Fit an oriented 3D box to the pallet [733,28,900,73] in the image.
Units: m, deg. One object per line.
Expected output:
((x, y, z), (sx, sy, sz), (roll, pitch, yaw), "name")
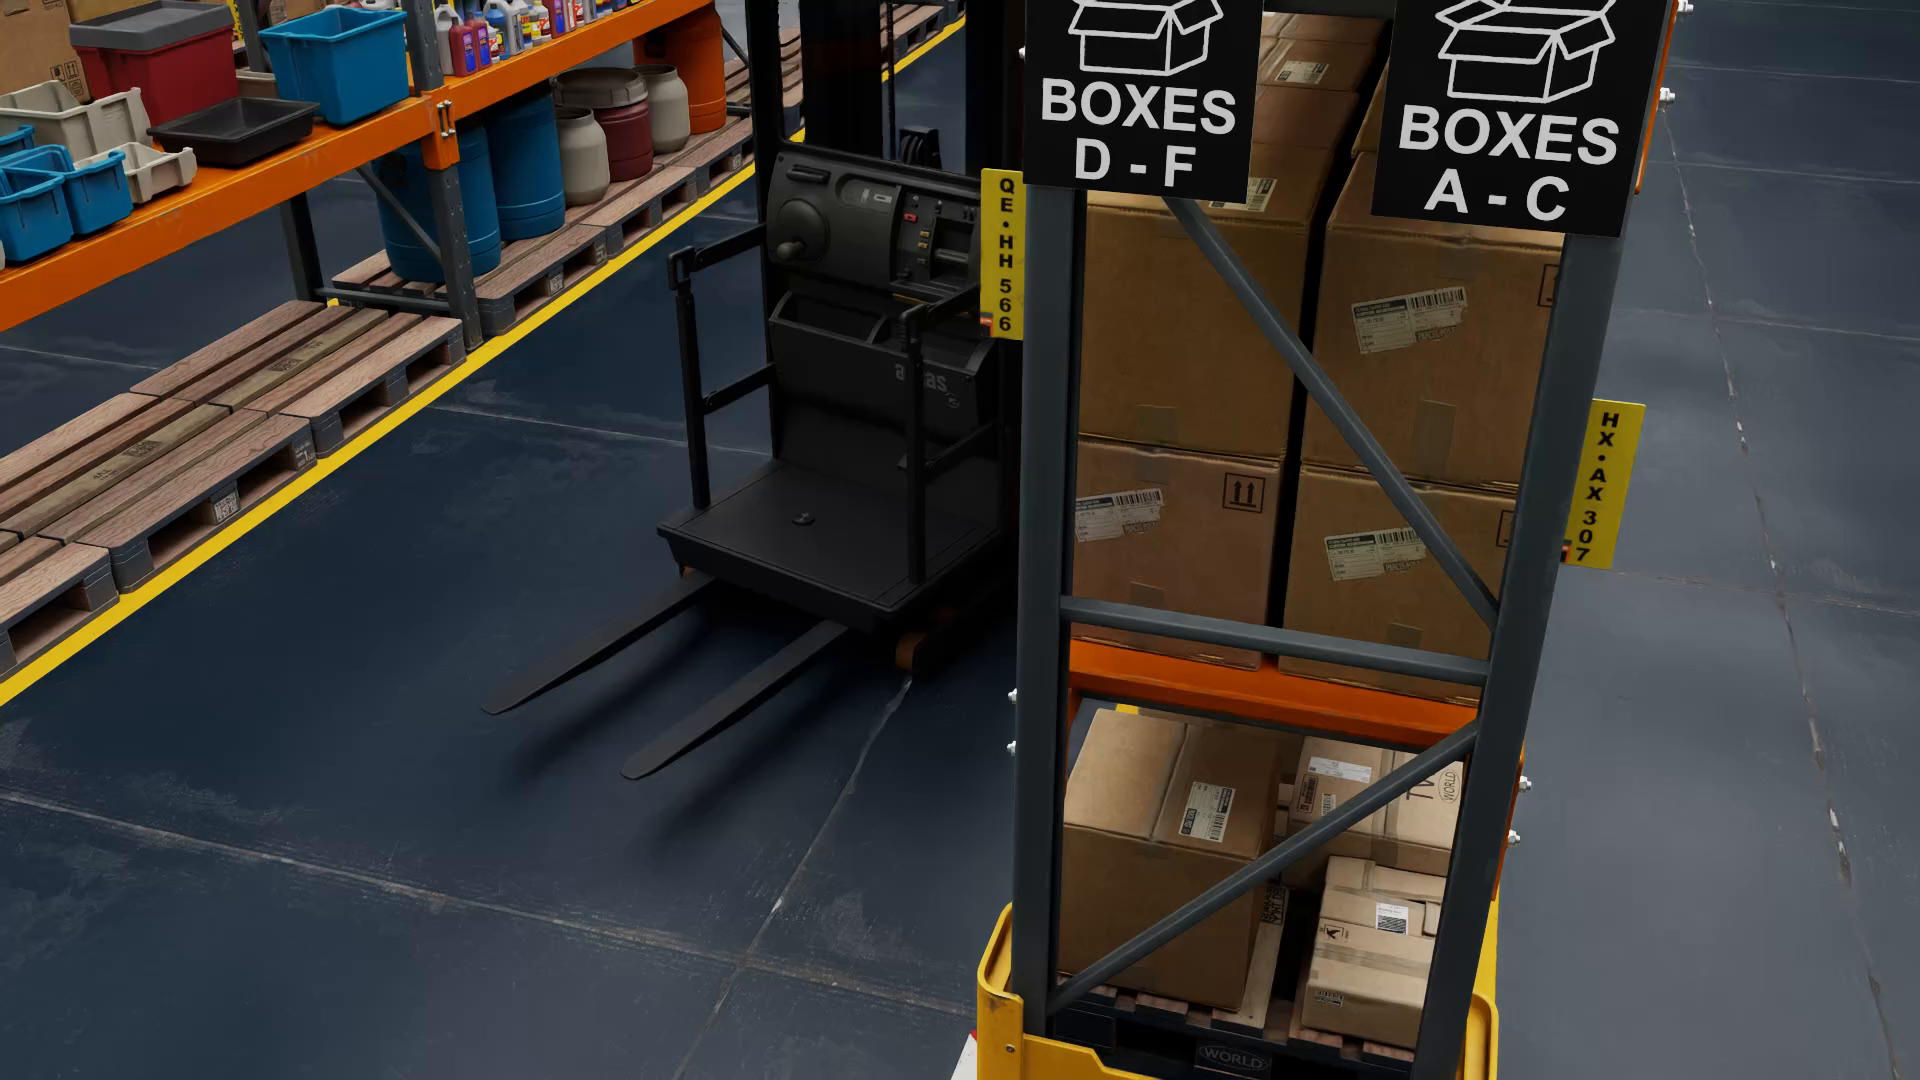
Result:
((-1.150, -3.923, 13.585), (1.003, 0.211, 1.213), (8, 30, 15), "pallet")

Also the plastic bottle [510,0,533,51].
((-2.281, -2.687, 8.628), (0.097, 0.271, 0.097), (0, 29, 0), "plastic bottle")

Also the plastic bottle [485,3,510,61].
((-2.349, -2.580, 8.434), (0.097, 0.271, 0.097), (0, 29, 0), "plastic bottle")

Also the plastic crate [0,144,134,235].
((-3.261, -1.276, 6.069), (0.416, 0.233, 0.300), (8, 30, 15), "plastic crate")

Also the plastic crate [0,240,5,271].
((-3.363, -0.935, 5.555), (0.250, 0.136, 0.298), (8, 30, 15), "plastic crate")

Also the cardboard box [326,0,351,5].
((-5.858, -5.126, 14.998), (0.700, 0.500, 0.500), (6, 30, 11), "cardboard box")

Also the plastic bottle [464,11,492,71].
((-2.394, -2.483, 8.249), (0.061, 0.283, 0.133), (8, 30, 15), "plastic bottle")

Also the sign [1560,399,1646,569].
((1.130, -0.096, 2.947), (0.100, 0.325, 0.005), (8, 30, 15), "sign")

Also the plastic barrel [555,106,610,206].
((-2.313, -2.288, 9.905), (0.421, 0.512, 0.421), (0, 29, 0), "plastic barrel")

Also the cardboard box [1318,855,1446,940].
((1.136, 0.989, 4.349), (0.380, 0.166, 0.250), (8, 30, 15), "cardboard box")

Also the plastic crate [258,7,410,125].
((-2.759, -2.117, 7.424), (0.392, 0.384, 0.575), (8, 30, 15), "plastic crate")

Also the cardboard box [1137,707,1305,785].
((0.843, 0.489, 5.162), (0.500, 0.250, 0.500), (8, 30, 15), "cardboard box")

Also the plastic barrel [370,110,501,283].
((-2.773, -1.880, 8.770), (0.600, 0.901, 0.708), (8, 30, 15), "plastic barrel")

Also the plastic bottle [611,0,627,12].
((-2.001, -3.204, 9.475), (0.144, 0.351, 0.185), (8, 30, 15), "plastic bottle")

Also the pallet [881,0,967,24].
((-0.363, -5.168, 15.823), (1.003, 0.211, 1.213), (8, 30, 15), "pallet")

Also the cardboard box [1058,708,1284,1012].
((0.536, 0.817, 4.315), (0.500, 0.500, 0.500), (8, 30, 15), "cardboard box")

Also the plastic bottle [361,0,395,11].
((-3.035, -2.708, 8.660), (0.152, 0.276, 0.135), (8, 30, 15), "plastic bottle")

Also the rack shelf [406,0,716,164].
((-2.361, -2.978, 9.758), (1.077, 0.370, 4.000), (8, 30, 15), "rack shelf")

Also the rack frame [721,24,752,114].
((-1.774, -4.222, 11.254), (1.000, 3.000, 0.127), (8, 30, 15), "rack frame")

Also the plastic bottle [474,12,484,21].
((-2.466, -2.616, 8.571), (0.097, 0.201, 0.097), (0, 29, 0), "plastic bottle")

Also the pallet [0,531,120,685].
((-3.843, 0.337, 5.927), (1.003, 0.211, 1.213), (8, 30, 15), "pallet")

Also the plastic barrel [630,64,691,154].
((-1.982, -2.813, 10.849), (0.421, 0.512, 0.421), (0, 29, 0), "plastic barrel")

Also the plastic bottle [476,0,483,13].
((-2.779, -3.112, 9.387), (0.152, 0.276, 0.135), (8, 30, 15), "plastic bottle")

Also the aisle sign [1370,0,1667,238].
((0.872, -0.858, 2.532), (0.394, 0.787, 0.004), (8, 30, 15), "aisle sign")

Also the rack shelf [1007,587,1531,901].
((1.199, -0.411, 5.142), (1.077, 0.370, 4.000), (8, 30, 15), "rack shelf")

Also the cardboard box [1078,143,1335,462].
((0.479, -0.522, 3.472), (0.500, 0.500, 0.500), (8, 30, 14), "cardboard box")

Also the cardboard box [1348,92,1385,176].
((1.140, -0.689, 3.771), (0.500, 0.500, 0.500), (9, 30, 15), "cardboard box")

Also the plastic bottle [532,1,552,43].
((-2.224, -2.747, 8.807), (0.097, 0.201, 0.097), (0, 29, 0), "plastic bottle")

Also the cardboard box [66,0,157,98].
((-6.732, -3.866, 12.367), (1.225, 0.875, 0.875), (7, 30, 13), "cardboard box")

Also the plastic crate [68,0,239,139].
((-3.450, -2.038, 7.200), (0.402, 0.464, 0.583), (8, 30, 15), "plastic crate")

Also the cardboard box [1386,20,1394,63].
((1.076, -1.478, 5.189), (0.500, 0.500, 0.500), (8, 30, 13), "cardboard box")

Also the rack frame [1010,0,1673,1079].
((0.615, 0.205, 3.296), (0.949, 2.616, 0.053), (8, 30, 15), "rack frame")

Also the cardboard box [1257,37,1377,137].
((0.774, -0.999, 4.328), (0.500, 0.500, 0.500), (9, 30, 16), "cardboard box")

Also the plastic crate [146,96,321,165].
((-3.020, -1.710, 6.960), (0.437, 0.125, 0.590), (8, 30, 15), "plastic crate")

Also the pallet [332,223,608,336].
((-2.682, -1.497, 9.224), (1.003, 0.211, 1.213), (8, 30, 15), "pallet")

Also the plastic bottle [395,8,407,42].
((-2.910, -2.666, 8.661), (0.097, 0.201, 0.097), (0, 29, 0), "plastic bottle")

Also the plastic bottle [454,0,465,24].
((-2.762, -2.931, 9.065), (0.097, 0.271, 0.097), (0, 29, 0), "plastic bottle")

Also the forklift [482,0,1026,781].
((-0.409, -1.065, 5.650), (1.130, 2.935, 3.031), (18, 34, 29), "forklift")

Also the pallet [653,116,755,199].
((-1.966, -2.631, 11.262), (1.003, 0.211, 1.213), (8, 30, 15), "pallet")

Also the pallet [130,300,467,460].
((-3.127, -0.797, 7.966), (1.003, 0.211, 1.213), (8, 30, 15), "pallet")

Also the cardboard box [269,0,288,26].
((-6.181, -4.602, 14.056), (0.700, 0.500, 0.500), (6, 30, 11), "cardboard box")

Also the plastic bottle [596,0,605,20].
((-2.048, -3.055, 9.289), (0.097, 0.271, 0.097), (0, 29, 0), "plastic bottle")

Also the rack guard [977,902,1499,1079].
((0.634, 1.262, 3.968), (1.175, 0.500, 0.348), (8, 30, 15), "rack guard")

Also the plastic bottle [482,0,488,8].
((-2.654, -3.101, 9.372), (0.097, 0.271, 0.097), (0, 29, 0), "plastic bottle")

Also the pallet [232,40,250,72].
((-6.278, -4.073, 13.854), (1.003, 0.211, 1.213), (8, 30, 15), "pallet")

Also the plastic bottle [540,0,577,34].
((-2.177, -2.900, 9.005), (0.152, 0.276, 0.135), (8, 30, 15), "plastic bottle")

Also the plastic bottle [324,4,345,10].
((-3.142, -2.538, 8.354), (0.152, 0.276, 0.135), (8, 30, 15), "plastic bottle")

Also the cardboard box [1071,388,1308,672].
((0.483, -0.086, 3.716), (0.500, 0.500, 0.500), (9, 30, 16), "cardboard box")

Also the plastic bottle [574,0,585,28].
((-2.116, -2.917, 9.113), (0.097, 0.201, 0.097), (0, 29, 0), "plastic bottle")

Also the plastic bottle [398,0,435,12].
((-2.854, -2.795, 8.739), (0.144, 0.351, 0.185), (8, 30, 15), "plastic bottle")
